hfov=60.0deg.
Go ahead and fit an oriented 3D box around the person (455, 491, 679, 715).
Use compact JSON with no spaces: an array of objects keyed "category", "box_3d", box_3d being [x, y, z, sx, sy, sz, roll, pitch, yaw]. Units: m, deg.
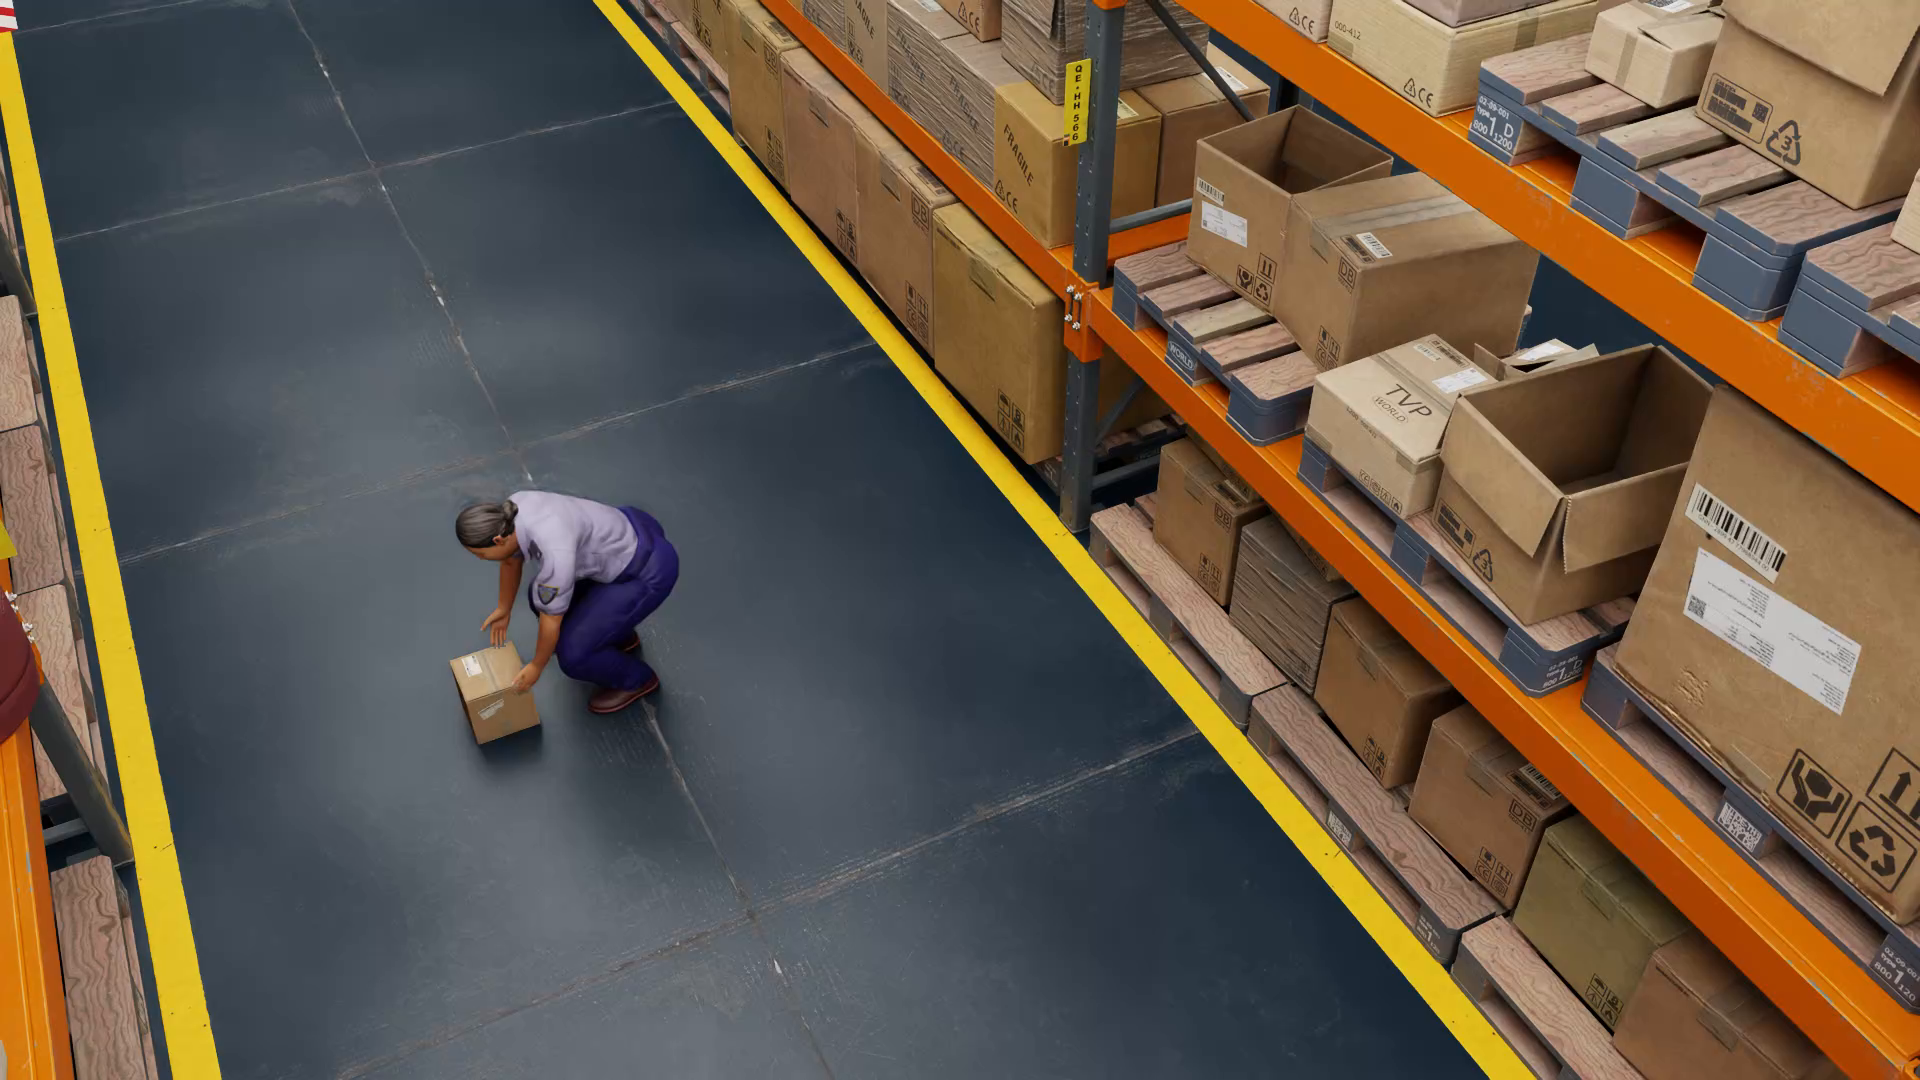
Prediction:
[{"category":"person","box_3d":[-1.465,0.185,6.390,0.779,1.086,0.534,-19,45,-20]}]
